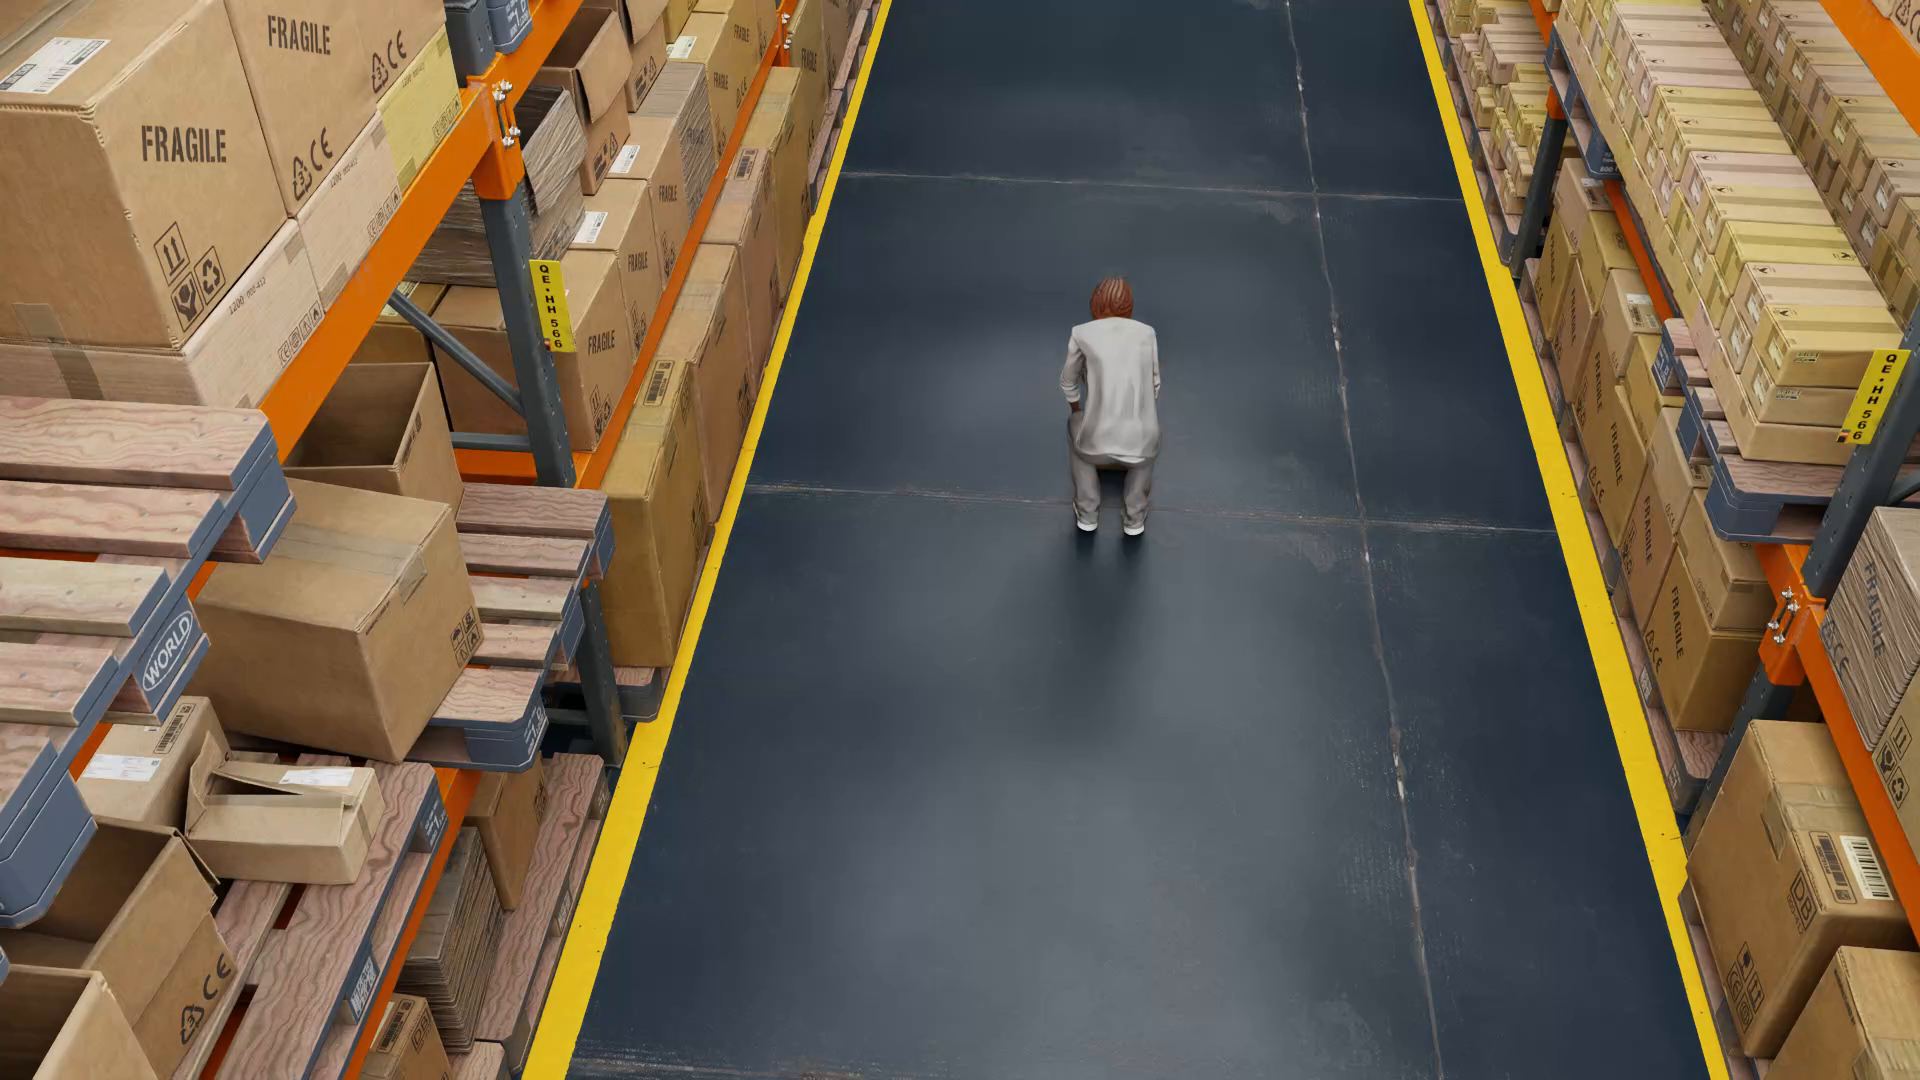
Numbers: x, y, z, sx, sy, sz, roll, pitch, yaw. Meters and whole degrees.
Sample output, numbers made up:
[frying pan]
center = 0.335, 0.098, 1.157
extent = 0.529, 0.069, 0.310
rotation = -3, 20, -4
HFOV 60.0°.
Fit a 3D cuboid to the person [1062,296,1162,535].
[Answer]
[person]
center = 0.664, -0.508, 7.289
extent = 0.446, 0.906, 0.792
rotation = 3, 41, 4
